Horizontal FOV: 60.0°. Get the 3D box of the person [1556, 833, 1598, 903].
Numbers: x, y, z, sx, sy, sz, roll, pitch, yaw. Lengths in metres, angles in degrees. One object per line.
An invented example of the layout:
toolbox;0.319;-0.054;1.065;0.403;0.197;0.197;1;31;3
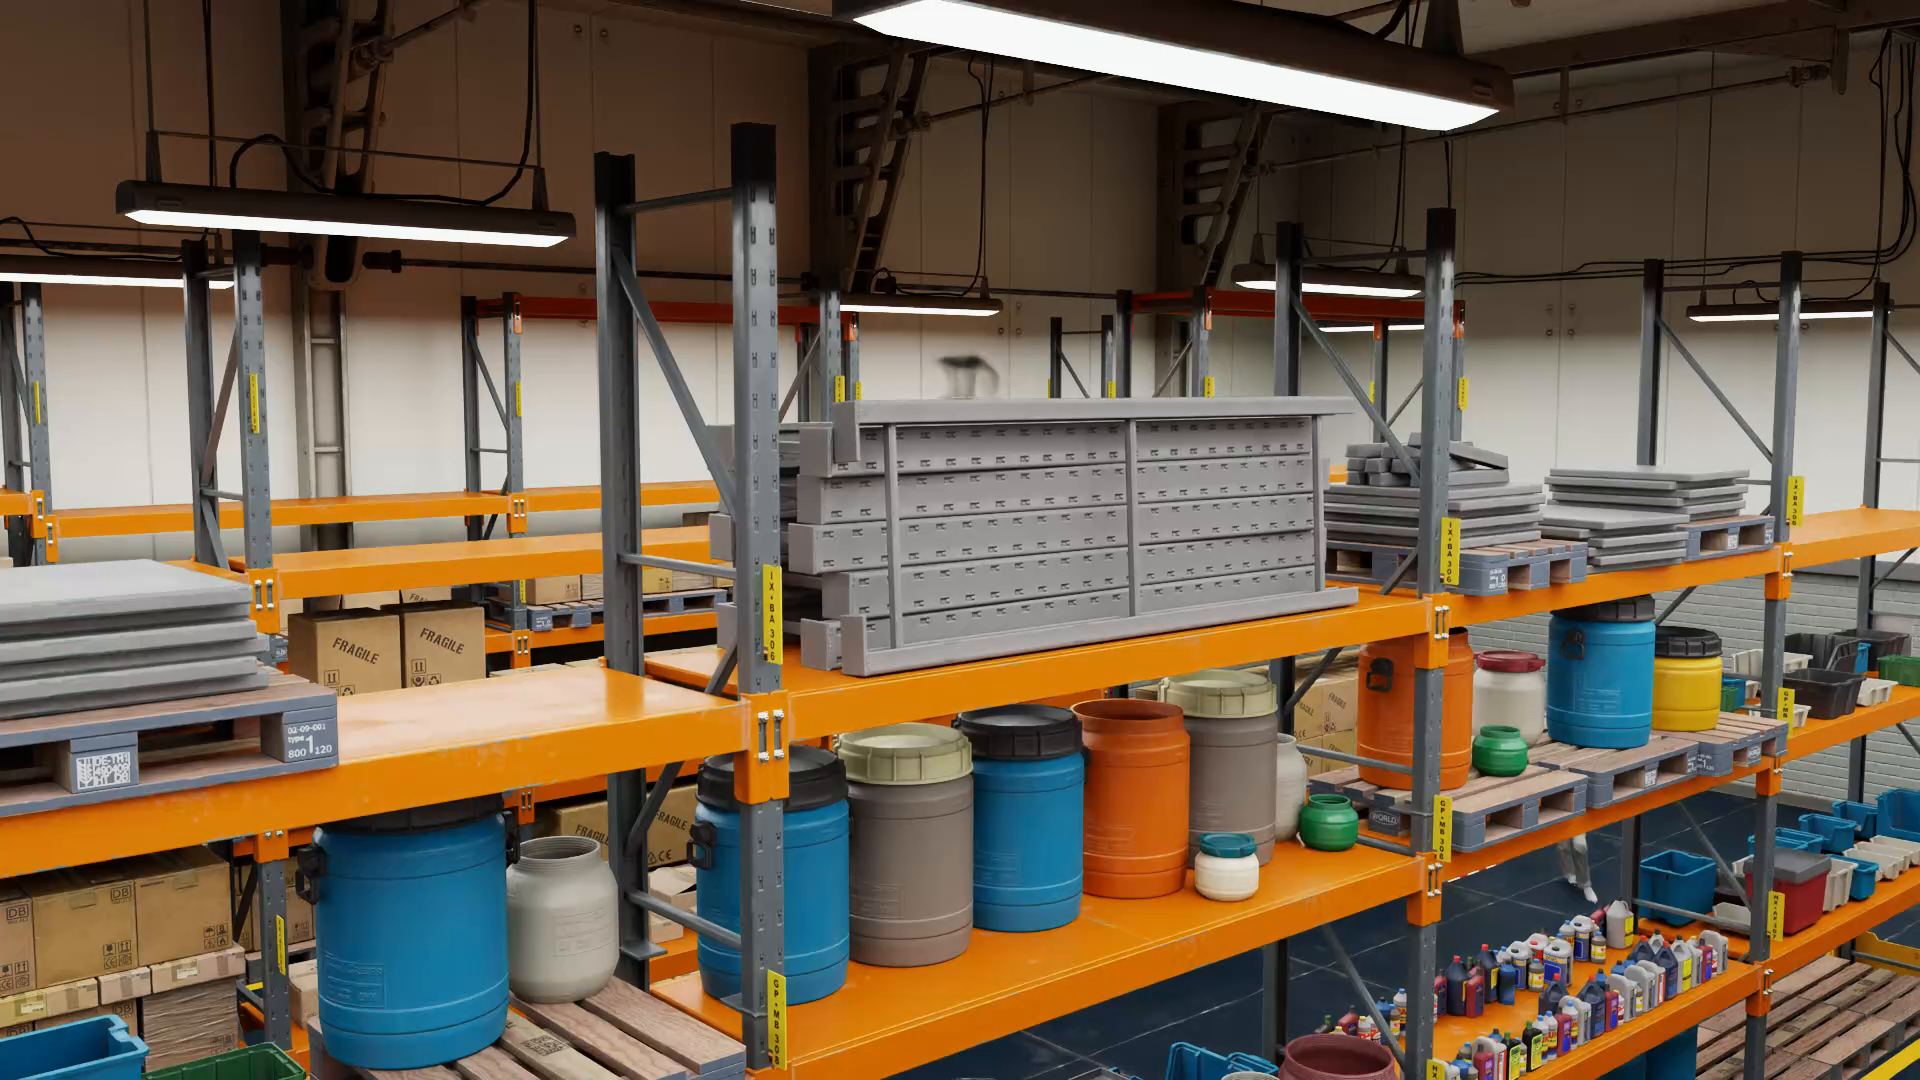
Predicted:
person;6.107;2.769;16.845;0.651;1.669;0.698;1;6;13
